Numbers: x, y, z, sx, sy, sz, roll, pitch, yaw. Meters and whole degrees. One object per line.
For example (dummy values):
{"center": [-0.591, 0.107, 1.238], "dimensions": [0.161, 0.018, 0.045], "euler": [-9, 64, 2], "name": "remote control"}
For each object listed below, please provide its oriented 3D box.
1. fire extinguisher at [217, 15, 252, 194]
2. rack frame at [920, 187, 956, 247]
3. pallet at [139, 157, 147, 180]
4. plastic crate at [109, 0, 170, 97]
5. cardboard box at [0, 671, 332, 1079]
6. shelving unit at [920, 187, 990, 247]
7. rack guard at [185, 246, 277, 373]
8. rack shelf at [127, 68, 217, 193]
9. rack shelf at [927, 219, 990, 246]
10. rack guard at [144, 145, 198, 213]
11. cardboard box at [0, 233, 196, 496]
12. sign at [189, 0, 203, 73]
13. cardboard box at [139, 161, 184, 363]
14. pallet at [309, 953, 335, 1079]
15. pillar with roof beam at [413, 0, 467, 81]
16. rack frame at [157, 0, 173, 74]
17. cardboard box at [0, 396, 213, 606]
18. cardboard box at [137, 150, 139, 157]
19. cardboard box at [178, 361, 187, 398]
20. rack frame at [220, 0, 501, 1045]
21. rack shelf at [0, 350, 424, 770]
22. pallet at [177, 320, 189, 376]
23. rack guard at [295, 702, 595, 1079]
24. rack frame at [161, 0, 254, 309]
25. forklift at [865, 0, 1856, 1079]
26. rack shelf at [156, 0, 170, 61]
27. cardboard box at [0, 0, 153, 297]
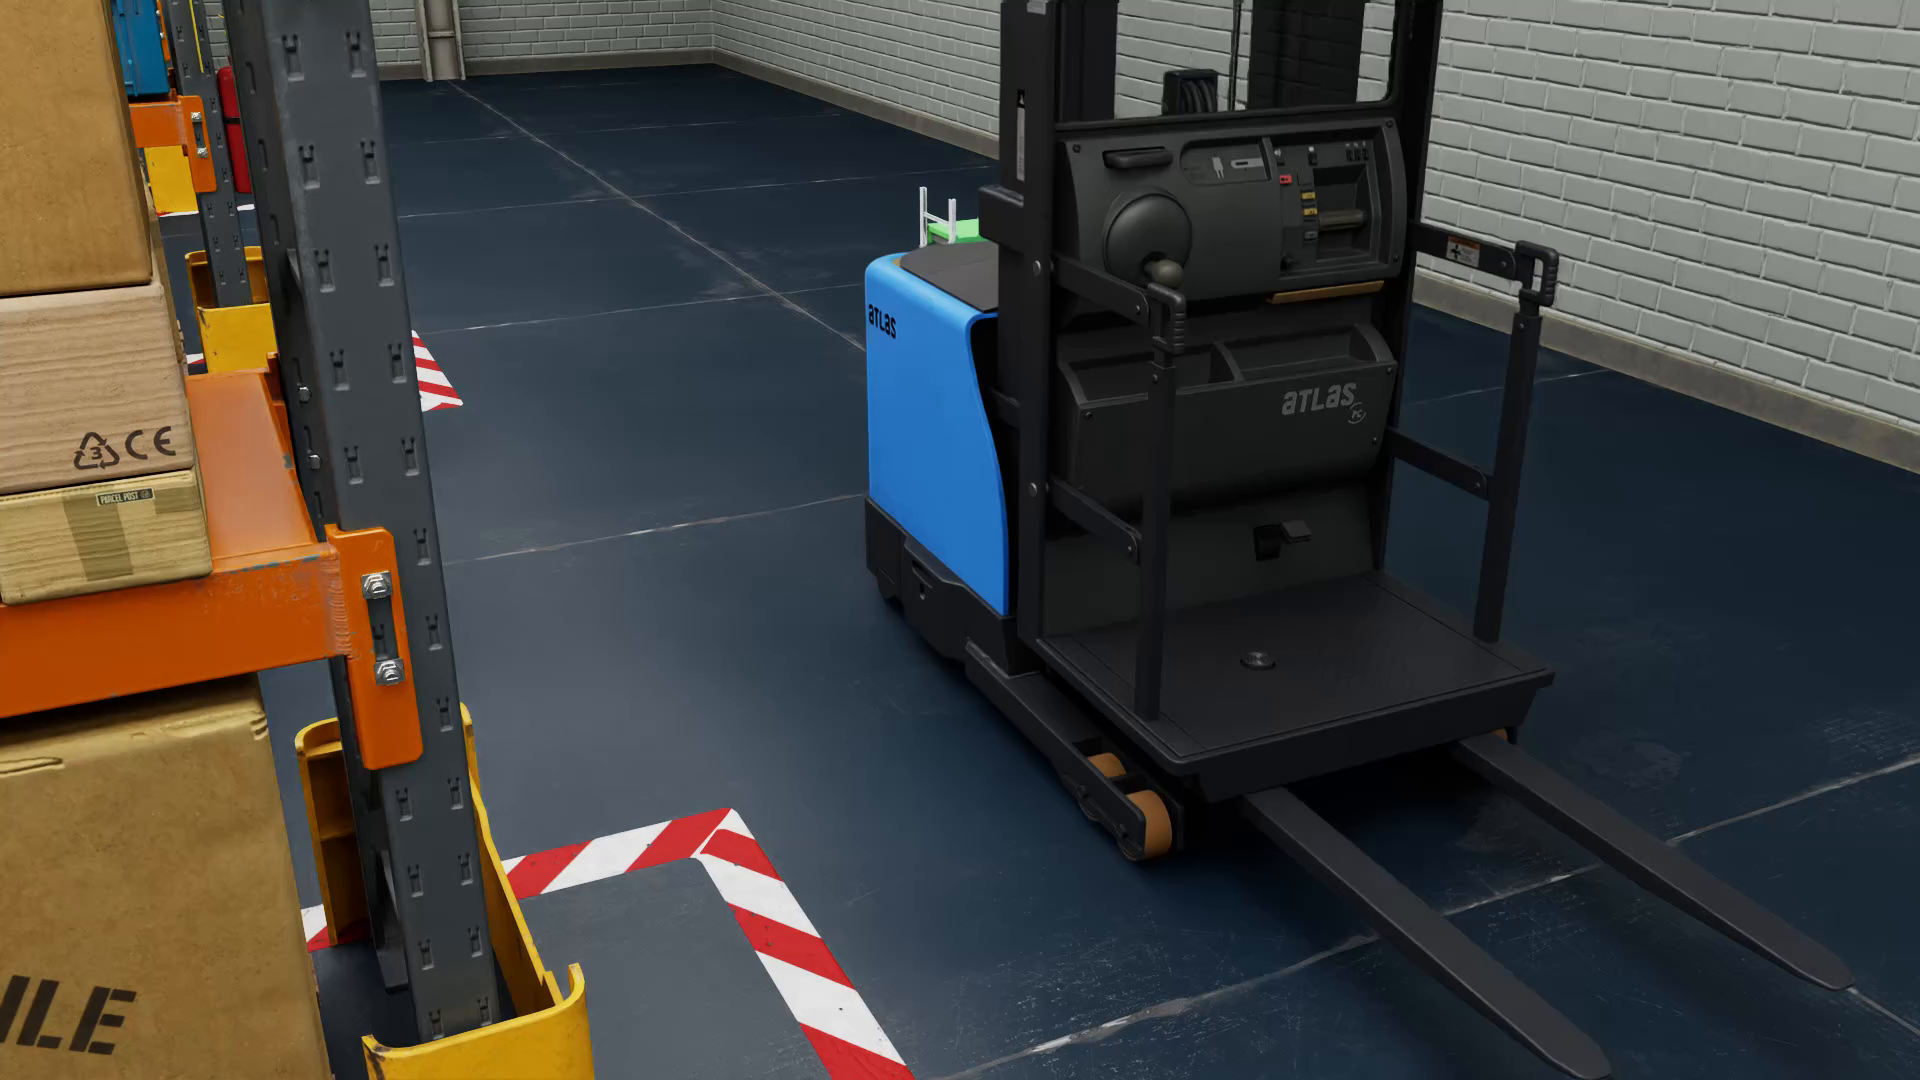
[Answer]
{"center": [-2.832, -1.722, 6.577], "dimensions": [0.183, 0.674, 0.296], "euler": [-10, 25, -24], "name": "fire extinguisher"}
{"center": [-0.071, -0.541, 5.489], "dimensions": [0.015, 1.200, 0.240], "euler": [-10, 25, -24], "name": "rack frame"}
{"center": [-6.096, -2.336, 11.117], "dimensions": [1.213, 0.211, 1.003], "euler": [-10, 25, -24], "name": "pallet"}
{"center": [-3.385, -1.986, 6.501], "dimensions": [0.499, 0.435, 0.616], "euler": [-10, 25, -24], "name": "plastic crate"}
{"center": [-1.558, 0.567, 2.688], "dimensions": [0.875, 0.875, 0.875], "euler": [-10, 25, -24], "name": "cardboard box"}
{"center": [0.149, -0.582, 5.587], "dimensions": [0.503, 1.200, 0.258], "euler": [-10, 25, -24], "name": "shelving unit"}
{"center": [-3.149, -0.915, 7.307], "dimensions": [0.348, 0.500, 1.175], "euler": [-10, 25, -24], "name": "rack guard"}
{"center": [-4.967, -1.397, 6.145], "dimensions": [4.000, 0.370, 1.077], "euler": [-10, 25, -24], "name": "rack shelf"}
{"center": [0.149, -0.966, 5.428], "dimensions": [0.480, 0.148, 0.258], "euler": [-10, 25, -24], "name": "rack shelf"}
{"center": [-5.378, -2.602, 11.382], "dimensions": [0.348, 0.500, 1.175], "euler": [-10, 25, -24], "name": "rack guard"}
{"center": [-1.338, -0.251, 2.242], "dimensions": [0.500, 0.250, 0.500], "euler": [-11, 25, -24], "name": "cardboard box"}
{"center": [-2.911, -1.950, 6.326], "dimensions": [0.005, 0.325, 0.100], "euler": [-10, 25, -24], "name": "sign"}
{"center": [-1.566, -0.436, 2.689], "dimensions": [0.500, 0.250, 0.500], "euler": [-11, 25, -25], "name": "cardboard box"}
{"center": [-1.703, 1.093, 2.833], "dimensions": [1.213, 0.211, 1.003], "euler": [-10, 25, -24], "name": "pallet"}
{"center": [-3.536, -7.510, 12.127], "dimensions": [0.400, 9.000, 9.100], "euler": [-10, 25, -24], "name": "pillar with roof beam"}
{"center": [-5.309, -3.769, 10.934], "dimensions": [0.127, 3.000, 1.000], "euler": [-10, 25, -24], "name": "rack frame"}
{"center": [-1.194, -0.066, 2.316], "dimensions": [0.250, 0.149, 0.380], "euler": [-10, 24, -23], "name": "cardboard box"}
{"center": [-5.836, -2.704, 11.513], "dimensions": [0.250, 0.149, 0.380], "euler": [-10, 25, -24], "name": "cardboard box"}
{"center": [-1.479, -0.293, 2.865], "dimensions": [0.250, 0.149, 0.380], "euler": [-10, 25, -23], "name": "cardboard box"}
{"center": [-1.016, -0.355, 2.685], "dimensions": [0.127, 3.000, 1.000], "euler": [-10, 25, -24], "name": "rack frame"}
{"center": [-2.819, 0.309, 2.021], "dimensions": [4.000, 0.370, 1.077], "euler": [-10, 25, -24], "name": "rack shelf"}
{"center": [-3.924, -0.650, 7.044], "dimensions": [1.213, 0.211, 1.003], "euler": [-10, 25, -24], "name": "pallet"}
{"center": [-0.995, 0.796, 3.173], "dimensions": [0.348, 0.500, 1.175], "euler": [-10, 25, -24], "name": "rack guard"}
{"center": [-3.165, -2.062, 6.808], "dimensions": [0.127, 3.000, 1.000], "euler": [-10, 25, -24], "name": "rack frame"}
{"center": [0.768, -0.786, 3.816], "dimensions": [1.130, 2.935, 3.031], "euler": [-10, 24, -23], "name": "forklift"}
{"center": [-7.112, -3.105, 10.270], "dimensions": [4.000, 0.370, 1.077], "euler": [-10, 25, -24], "name": "rack shelf"}
{"center": [-1.341, -0.598, 2.099], "dimensions": [0.500, 0.500, 0.500], "euler": [-10, 25, -23], "name": "cardboard box"}
